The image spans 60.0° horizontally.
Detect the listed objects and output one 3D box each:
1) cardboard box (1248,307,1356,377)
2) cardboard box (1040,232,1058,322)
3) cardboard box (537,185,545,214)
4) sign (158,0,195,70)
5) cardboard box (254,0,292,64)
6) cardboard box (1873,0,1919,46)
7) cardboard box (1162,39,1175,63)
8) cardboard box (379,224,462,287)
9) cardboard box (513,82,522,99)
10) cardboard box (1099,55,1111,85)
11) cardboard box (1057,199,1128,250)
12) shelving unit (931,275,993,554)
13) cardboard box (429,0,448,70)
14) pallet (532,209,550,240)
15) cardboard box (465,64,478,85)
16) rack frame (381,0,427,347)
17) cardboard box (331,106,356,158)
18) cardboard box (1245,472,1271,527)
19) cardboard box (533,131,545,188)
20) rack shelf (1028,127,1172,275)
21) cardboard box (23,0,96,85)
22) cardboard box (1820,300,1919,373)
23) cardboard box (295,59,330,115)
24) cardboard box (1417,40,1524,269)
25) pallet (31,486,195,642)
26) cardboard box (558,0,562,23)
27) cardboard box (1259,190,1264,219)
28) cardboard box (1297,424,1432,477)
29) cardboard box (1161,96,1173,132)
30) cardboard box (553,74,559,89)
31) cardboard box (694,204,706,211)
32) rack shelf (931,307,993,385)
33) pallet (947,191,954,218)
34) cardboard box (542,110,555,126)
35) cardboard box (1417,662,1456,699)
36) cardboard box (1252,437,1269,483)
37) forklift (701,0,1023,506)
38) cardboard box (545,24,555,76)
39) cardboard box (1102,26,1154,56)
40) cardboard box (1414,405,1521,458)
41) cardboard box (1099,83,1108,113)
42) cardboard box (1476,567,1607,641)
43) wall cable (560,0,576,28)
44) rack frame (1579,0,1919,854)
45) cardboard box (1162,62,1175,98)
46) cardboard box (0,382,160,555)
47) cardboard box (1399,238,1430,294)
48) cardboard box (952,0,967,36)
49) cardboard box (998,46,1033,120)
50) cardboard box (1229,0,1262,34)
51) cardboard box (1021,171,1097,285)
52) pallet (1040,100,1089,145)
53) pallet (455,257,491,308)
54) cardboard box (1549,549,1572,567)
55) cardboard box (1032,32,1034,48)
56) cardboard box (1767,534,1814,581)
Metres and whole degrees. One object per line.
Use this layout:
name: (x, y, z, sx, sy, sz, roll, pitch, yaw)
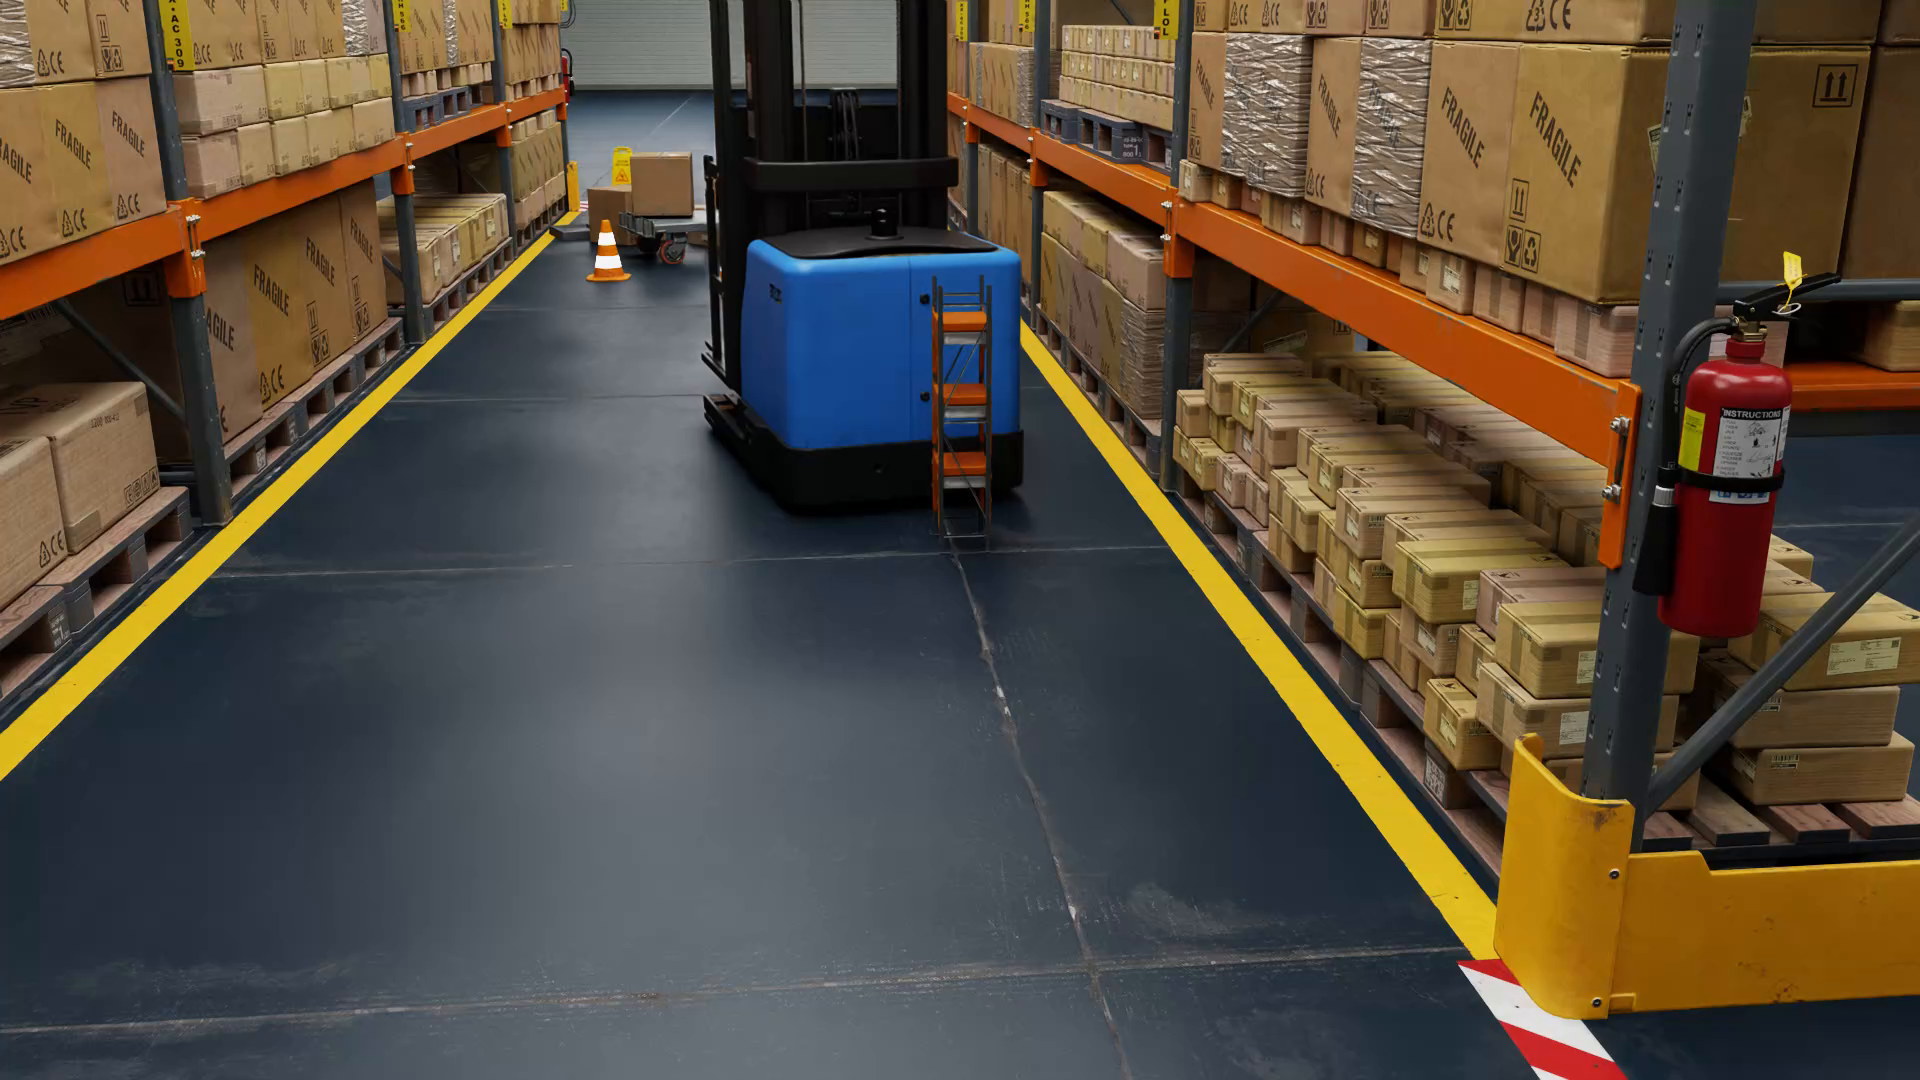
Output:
cardboard box: (1.578, -0.900, 8.007, 0.500, 0.500, 0.500, -1, 17, -3)
cardboard box: (0.797, -1.644, 10.379, 0.500, 0.500, 0.500, -3, 18, -8)
cardboard box: (-4.264, -3.253, 15.921, 0.500, 0.250, 0.500, -2, 18, -6)
sign: (-2.971, -1.949, 6.299, 0.100, 0.325, 0.005, -2, 18, -6)
cardboard box: (-3.411, -2.445, 7.622, 0.500, 0.500, 0.500, -2, 18, -7)
cardboard box: (2.021, -1.280, 3.415, 0.500, 0.500, 0.500, -2, 18, -6)
cardboard box: (1.126, -2.221, 7.470, 0.380, 0.149, 0.250, -2, 18, -7)
cardboard box: (-4.068, -2.007, 11.748, 0.950, 0.372, 0.625, -2, 18, -7)
cardboard box: (-4.187, -4.074, 15.067, 0.380, 0.149, 0.250, -1, 17, -4)
cardboard box: (0.962, -2.544, 8.994, 0.380, 0.149, 0.250, -2, 18, -6)
cardboard box: (0.861, -1.857, 9.804, 0.500, 0.250, 0.500, -2, 18, -6)
shelving unit: (0.006, -0.485, 6.469, 0.215, 1.050, 0.252, -2, 18, -6)
cardboard box: (-3.874, -3.516, 11.505, 0.500, 0.500, 0.500, -1, 17, -5)
pallet: (-4.581, -3.097, 16.189, 1.003, 0.211, 1.213, -2, 18, -6)
cardboard box: (-3.918, -3.569, 12.756, 0.380, 0.149, 0.250, -2, 18, -5)
rack frame: (-3.935, -2.672, 10.181, 1.000, 3.000, 0.127, -2, 18, -6)
cardboard box: (-3.521, -2.156, 8.786, 0.500, 0.250, 0.500, -2, 18, -6)
cardboard box: (1.289, -0.159, 6.235, 0.380, 0.149, 0.250, -2, 18, -7)
cardboard box: (-4.259, -3.608, 15.799, 0.500, 0.500, 0.500, -1, 17, -3)
rack shelf: (1.184, -1.916, 8.974, 1.077, 0.370, 4.000, -2, 18, -6)
cardboard box: (-3.155, -1.722, 5.317, 0.500, 0.500, 0.500, -2, 18, -6)
cardboard box: (2.096, -0.458, 3.549, 0.380, 0.149, 0.250, -2, 18, -6)
cardboard box: (-3.449, -2.243, 8.231, 0.500, 0.250, 0.500, -2, 18, -7)
cardboard box: (1.453, -0.941, 4.003, 0.500, 0.500, 0.500, -2, 18, -7)
pallet: (-3.522, 0.079, 6.073, 1.003, 0.211, 1.213, -2, 18, -6)
cardboard box: (-4.490, -5.577, 17.100, 0.700, 0.500, 0.500, -2, 18, -7)
cardboard box: (1.297, -1.215, 5.960, 0.380, 0.149, 0.250, -3, 18, -8)
cardboard box: (1.369, -0.287, 5.648, 0.380, 0.149, 0.250, -3, 18, -8)
cardboard box: (1.125, -1.934, 7.546, 0.380, 0.149, 0.250, -2, 18, -5)
cardboard box: (-4.372, -4.759, 17.247, 0.380, 0.149, 0.250, -2, 18, -6)
cardboard box: (-2.616, -3.368, 17.155, 0.380, 0.149, 0.250, 8, 19, 23)
rack shelf: (0.006, -0.746, 6.387, 0.215, 0.259, 0.240, -2, 18, -6)
pallet: (0.313, -3.672, 18.022, 1.003, 0.211, 1.213, -2, 18, -6)
cardboard box: (-4.314, -4.273, 16.836, 0.380, 0.149, 0.250, -1, 17, -4)
cardboard box: (1.473, 0.383, 4.508, 0.380, 0.149, 0.250, -2, 18, -6)
cardboard box: (1.311, -0.303, 6.196, 0.380, 0.149, 0.250, -3, 18, -8)
forklift: (-0.672, -1.943, 7.971, 1.130, 2.935, 3.031, -6, 18, -17)
cardboard box: (-4.383, -4.943, 16.750, 0.500, 0.500, 0.500, -2, 18, -6)
cardboard box: (0.970, -2.684, 8.945, 0.380, 0.149, 0.250, -1, 17, -4)
cardboard box: (1.854, -0.383, 5.955, 0.380, 0.149, 0.250, -3, 18, -8)
cardboard box: (0.962, -2.401, 9.036, 0.380, 0.149, 0.250, -2, 17, -5)
cardboard box: (1.528, 0.178, 4.168, 0.380, 0.149, 0.250, -1, 17, -5)
wall cable: (-12.605, -15.903, 47.494, 3.097, 2.526, 0.112, -2, 18, -6)
rack frame: (1.803, -0.472, 3.172, 1.000, 3.000, 0.127, -2, 18, -6)
cardboard box: (1.125, -2.077, 7.506, 0.380, 0.149, 0.250, -2, 18, -5)
cardboard box: (-3.565, -0.268, 6.099, 0.875, 0.438, 0.875, -2, 18, -6)
cardboard box: (1.412, -0.744, 4.460, 0.380, 0.149, 0.250, -3, 18, -8)
cardboard box: (0.389, -4.905, 15.240, 0.875, 0.550, 0.550, -2, 18, -6)
cardboard box: (0.563, -3.326, 12.098, 0.500, 0.500, 0.500, -2, 18, -7)
cardboard box: (1.263, -2.034, 5.816, 0.500, 0.500, 0.500, -2, 18, -7)
cardboard box: (1.005, -2.166, 11.625, 1.050, 0.750, 0.750, -2, 18, -6)
pallet: (1.158, -2.555, 10.127, 1.213, 0.211, 1.003, -2, 18, -6)
pallet: (-4.137, -1.937, 12.495, 1.003, 0.211, 1.213, -2, 18, -6)
cardboard box: (1.879, 0.073, 4.999, 0.380, 0.149, 0.250, -3, 18, -8)
cardboard box: (0.888, -3.665, 11.506, 0.700, 0.500, 0.500, -2, 18, -6)
cardboard box: (2.040, 0.080, 4.479, 0.380, 0.149, 0.250, -2, 18, -6)
